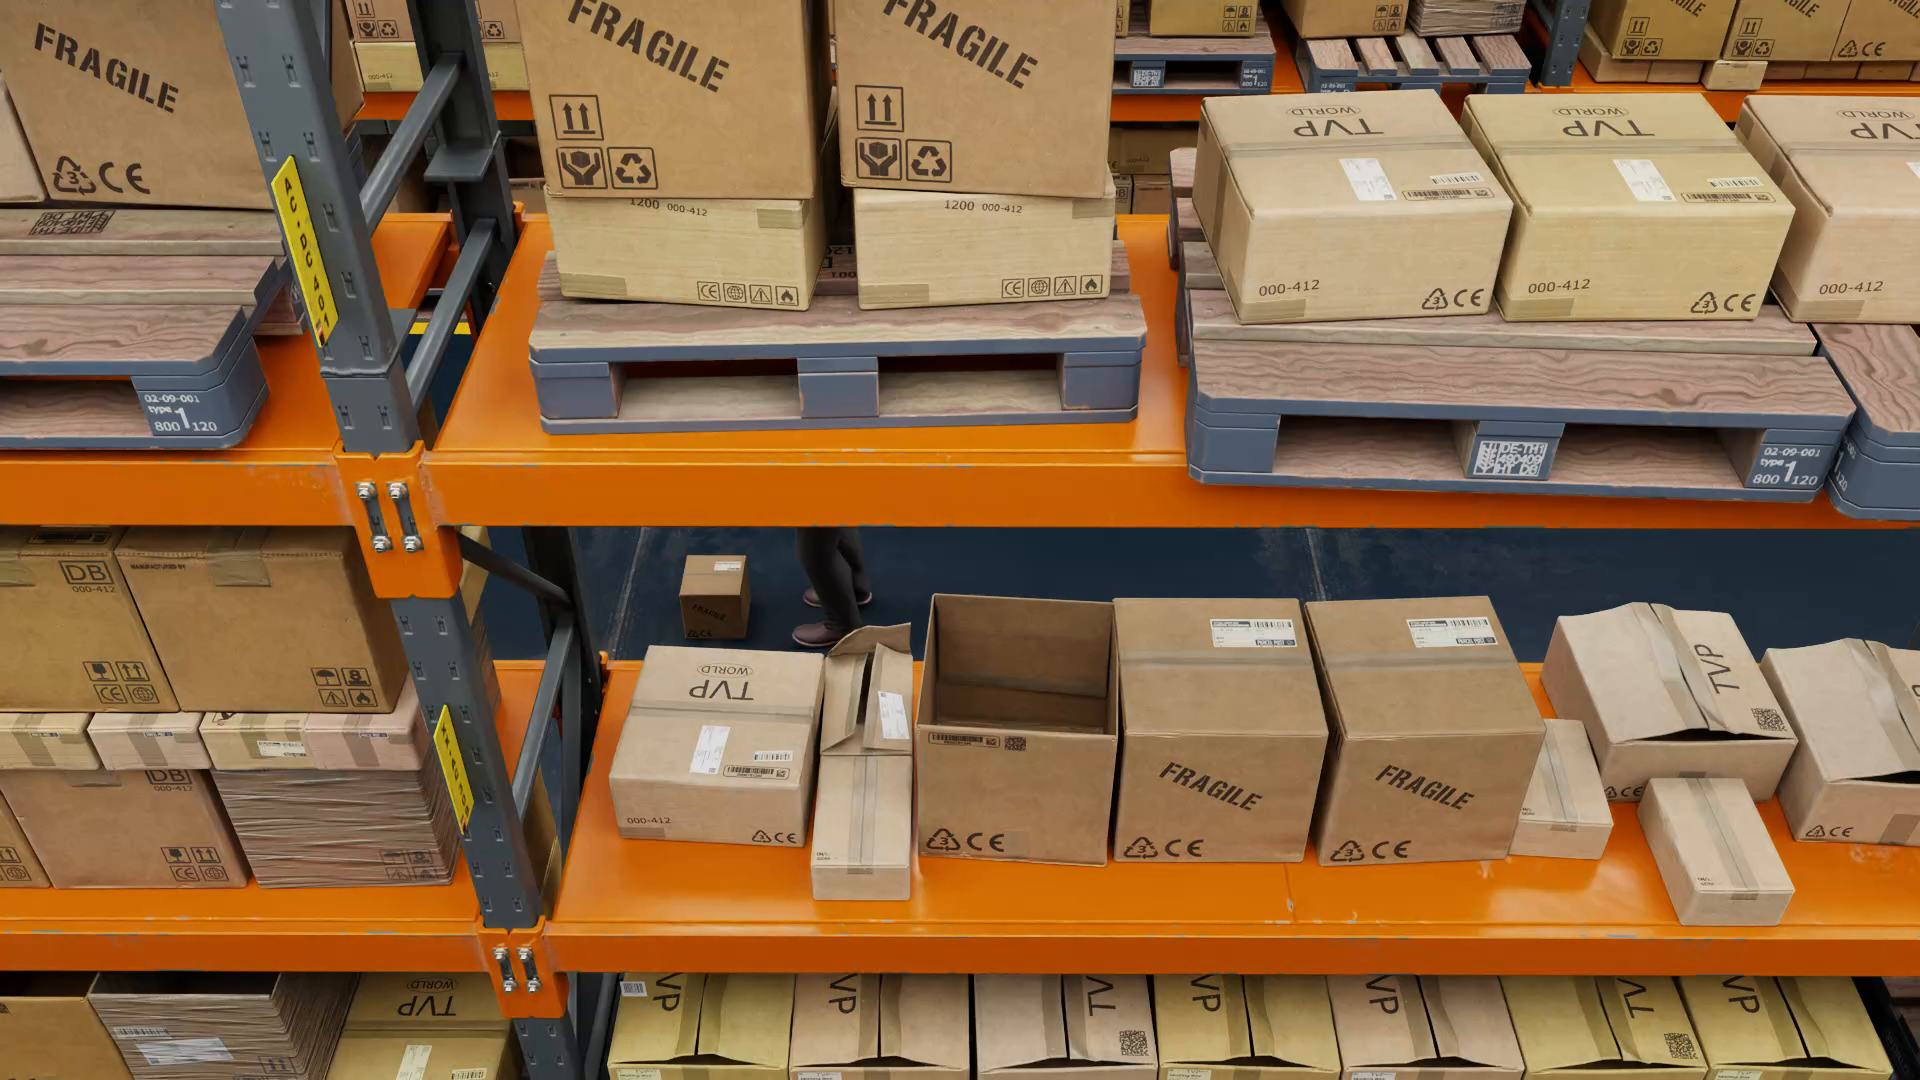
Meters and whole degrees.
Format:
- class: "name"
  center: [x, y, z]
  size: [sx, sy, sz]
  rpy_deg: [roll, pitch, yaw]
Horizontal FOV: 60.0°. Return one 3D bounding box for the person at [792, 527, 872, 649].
- class: "person"
  center: [-0.540, -0.287, 6.509]
  size: [0.317, 1.658, 0.426]
  rpy_deg: [1, 40, 1]
